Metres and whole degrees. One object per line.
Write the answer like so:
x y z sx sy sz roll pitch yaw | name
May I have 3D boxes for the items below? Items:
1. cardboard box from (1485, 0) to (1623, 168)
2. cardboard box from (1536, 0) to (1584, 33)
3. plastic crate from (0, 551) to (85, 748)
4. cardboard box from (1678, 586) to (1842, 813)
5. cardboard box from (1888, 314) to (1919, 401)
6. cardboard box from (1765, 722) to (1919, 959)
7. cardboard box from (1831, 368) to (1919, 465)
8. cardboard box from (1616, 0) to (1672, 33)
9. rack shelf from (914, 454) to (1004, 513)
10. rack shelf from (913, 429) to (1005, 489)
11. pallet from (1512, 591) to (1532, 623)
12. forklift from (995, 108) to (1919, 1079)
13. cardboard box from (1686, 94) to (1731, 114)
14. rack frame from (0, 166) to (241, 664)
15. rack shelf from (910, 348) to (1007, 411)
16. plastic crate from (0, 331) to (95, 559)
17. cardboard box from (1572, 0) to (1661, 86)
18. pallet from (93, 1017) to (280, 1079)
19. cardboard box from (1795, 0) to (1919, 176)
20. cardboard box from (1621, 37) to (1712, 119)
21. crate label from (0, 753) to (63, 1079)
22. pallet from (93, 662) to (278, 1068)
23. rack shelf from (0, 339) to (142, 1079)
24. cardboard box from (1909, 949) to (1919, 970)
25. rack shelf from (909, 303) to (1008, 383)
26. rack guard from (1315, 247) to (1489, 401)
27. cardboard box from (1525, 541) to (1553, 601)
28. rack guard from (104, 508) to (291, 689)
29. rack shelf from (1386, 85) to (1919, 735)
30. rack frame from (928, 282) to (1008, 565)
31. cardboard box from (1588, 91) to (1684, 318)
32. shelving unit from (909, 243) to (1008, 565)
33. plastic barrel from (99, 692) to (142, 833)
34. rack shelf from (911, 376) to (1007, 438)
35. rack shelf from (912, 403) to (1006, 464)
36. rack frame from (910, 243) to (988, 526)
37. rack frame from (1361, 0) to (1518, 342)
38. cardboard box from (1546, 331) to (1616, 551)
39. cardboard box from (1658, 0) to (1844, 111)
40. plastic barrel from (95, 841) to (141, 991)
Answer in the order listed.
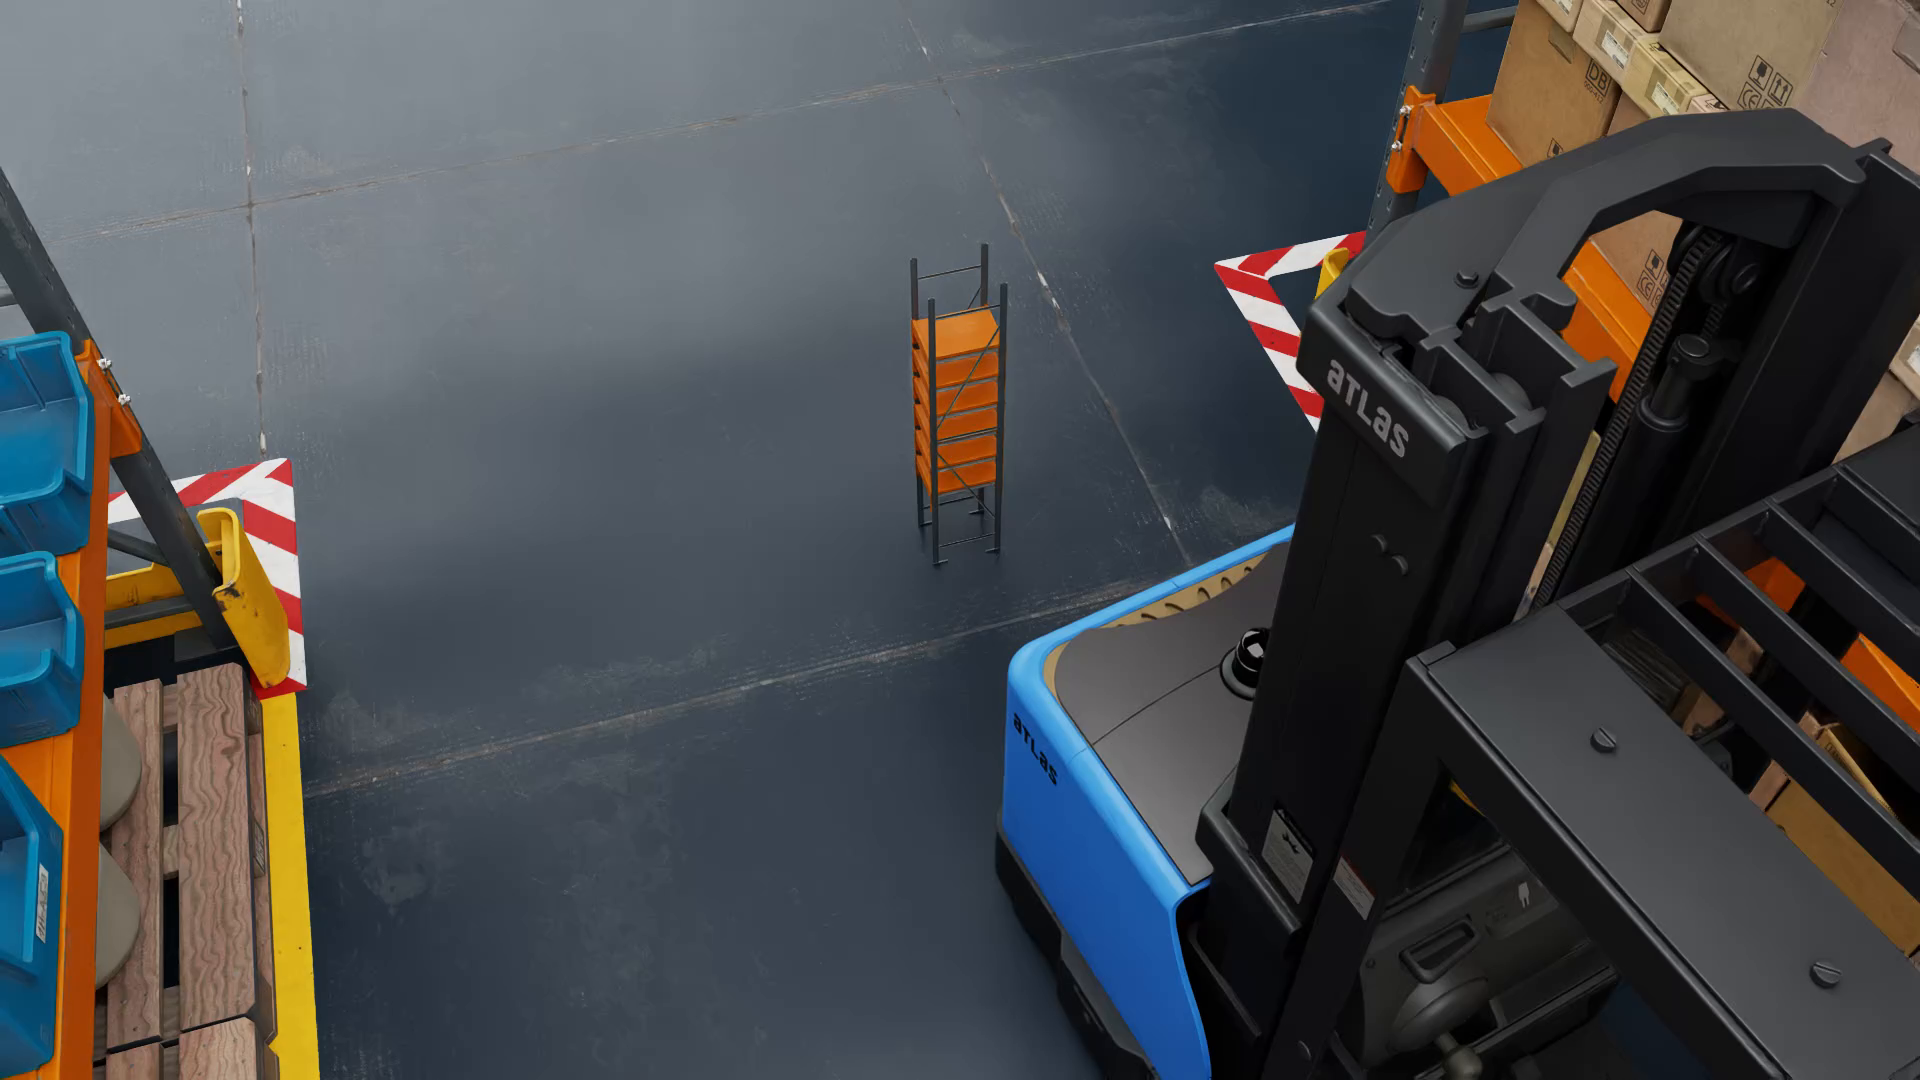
2.025 -1.351 4.862 0.700 0.500 0.500 -13 51 -11 | cardboard box
1.809 -1.569 4.621 0.380 0.149 0.250 -14 51 -11 | cardboard box
-2.213 0.276 3.653 0.499 0.251 0.408 -13 51 -11 | plastic crate
2.286 0.385 4.497 0.500 0.500 0.500 -13 51 -11 | cardboard box
2.263 -0.446 3.674 0.380 0.149 0.250 -13 51 -11 | cardboard box
2.448 0.747 4.192 0.500 0.500 0.500 -13 51 -11 | cardboard box
2.485 -0.221 3.909 0.700 0.500 0.500 -12 51 -10 | cardboard box
2.041 -1.730 4.333 0.700 0.500 0.500 -13 51 -11 | cardboard box
-0.004 -0.214 5.518 0.258 0.103 0.180 -13 51 -11 | rack shelf
-0.004 -0.291 5.426 0.258 0.103 0.180 -13 51 -11 | rack shelf
2.165 -0.215 5.793 1.003 0.211 1.213 -13 51 -11 | pallet
1.252 0.839 3.126 1.130 2.935 3.031 -23 54 -18 | forklift
2.035 -1.009 4.149 0.380 0.149 0.250 -14 51 -12 | cardboard box
-2.834 -0.545 4.248 1.000 3.000 0.127 -13 51 -11 | rack frame
-0.004 -0.523 5.151 0.258 0.103 0.180 -13 51 -11 | rack shelf
-2.400 -0.199 4.054 0.499 0.251 0.616 -13 51 -11 | plastic crate
1.890 -1.376 4.459 0.380 0.149 0.250 -15 51 -12 | cardboard box
-2.174 1.882 4.025 1.003 0.211 1.213 -13 51 -11 | pallet
2.351 -0.980 3.700 0.700 0.500 0.500 -13 51 -11 | cardboard box
1.963 -1.194 4.305 0.380 0.149 0.250 -13 51 -11 | cardboard box
-2.031 0.726 3.153 0.502 0.435 0.616 -13 51 -11 | crate label
-2.531 0.993 4.775 1.003 0.211 1.213 -13 51 -11 | pallet
-2.242 1.147 3.291 1.077 0.370 4.000 -13 51 -11 | rack shelf
2.599 1.111 3.885 0.500 0.500 0.500 -13 51 -11 | cardboard box
-0.004 -0.601 5.059 0.258 0.103 0.180 -13 51 -11 | rack shelf
1.892 -0.874 6.160 1.175 0.500 0.348 -13 51 -11 | rack guard
1.997 -0.105 5.401 0.500 0.250 0.500 -13 51 -11 | cardboard box
-2.766 0.305 5.166 1.175 0.500 0.348 -13 51 -11 | rack guard
2.491 0.030 4.233 1.077 0.370 4.000 -13 51 -11 | rack shelf
0.023 -0.330 5.244 0.240 1.200 0.006 -13 51 -11 | rack frame
2.185 -0.968 4.539 0.700 0.500 0.500 -12 51 -10 | cardboard box
-0.004 -0.397 5.300 0.258 1.200 0.189 -13 51 -11 | shelving unit
-2.566 0.585 4.648 0.421 0.512 0.421 0 50 0 | plastic barrel
-0.004 -0.446 5.242 0.258 0.103 0.180 -13 51 -11 | rack shelf
-0.004 -0.369 5.334 0.258 0.103 0.180 -13 51 -11 | rack shelf
-0.031 -0.464 5.357 0.240 1.200 0.006 -13 51 -11 | rack frame
1.899 -1.663 5.190 1.000 3.000 0.127 -13 51 -11 | rack frame
1.995 -0.347 5.114 0.500 0.500 0.500 -13 51 -11 | cardboard box
2.201 -1.348 4.010 0.700 0.500 0.500 -15 51 -12 | cardboard box
-2.418 0.951 4.339 0.421 0.512 0.421 0 50 0 | plastic barrel
